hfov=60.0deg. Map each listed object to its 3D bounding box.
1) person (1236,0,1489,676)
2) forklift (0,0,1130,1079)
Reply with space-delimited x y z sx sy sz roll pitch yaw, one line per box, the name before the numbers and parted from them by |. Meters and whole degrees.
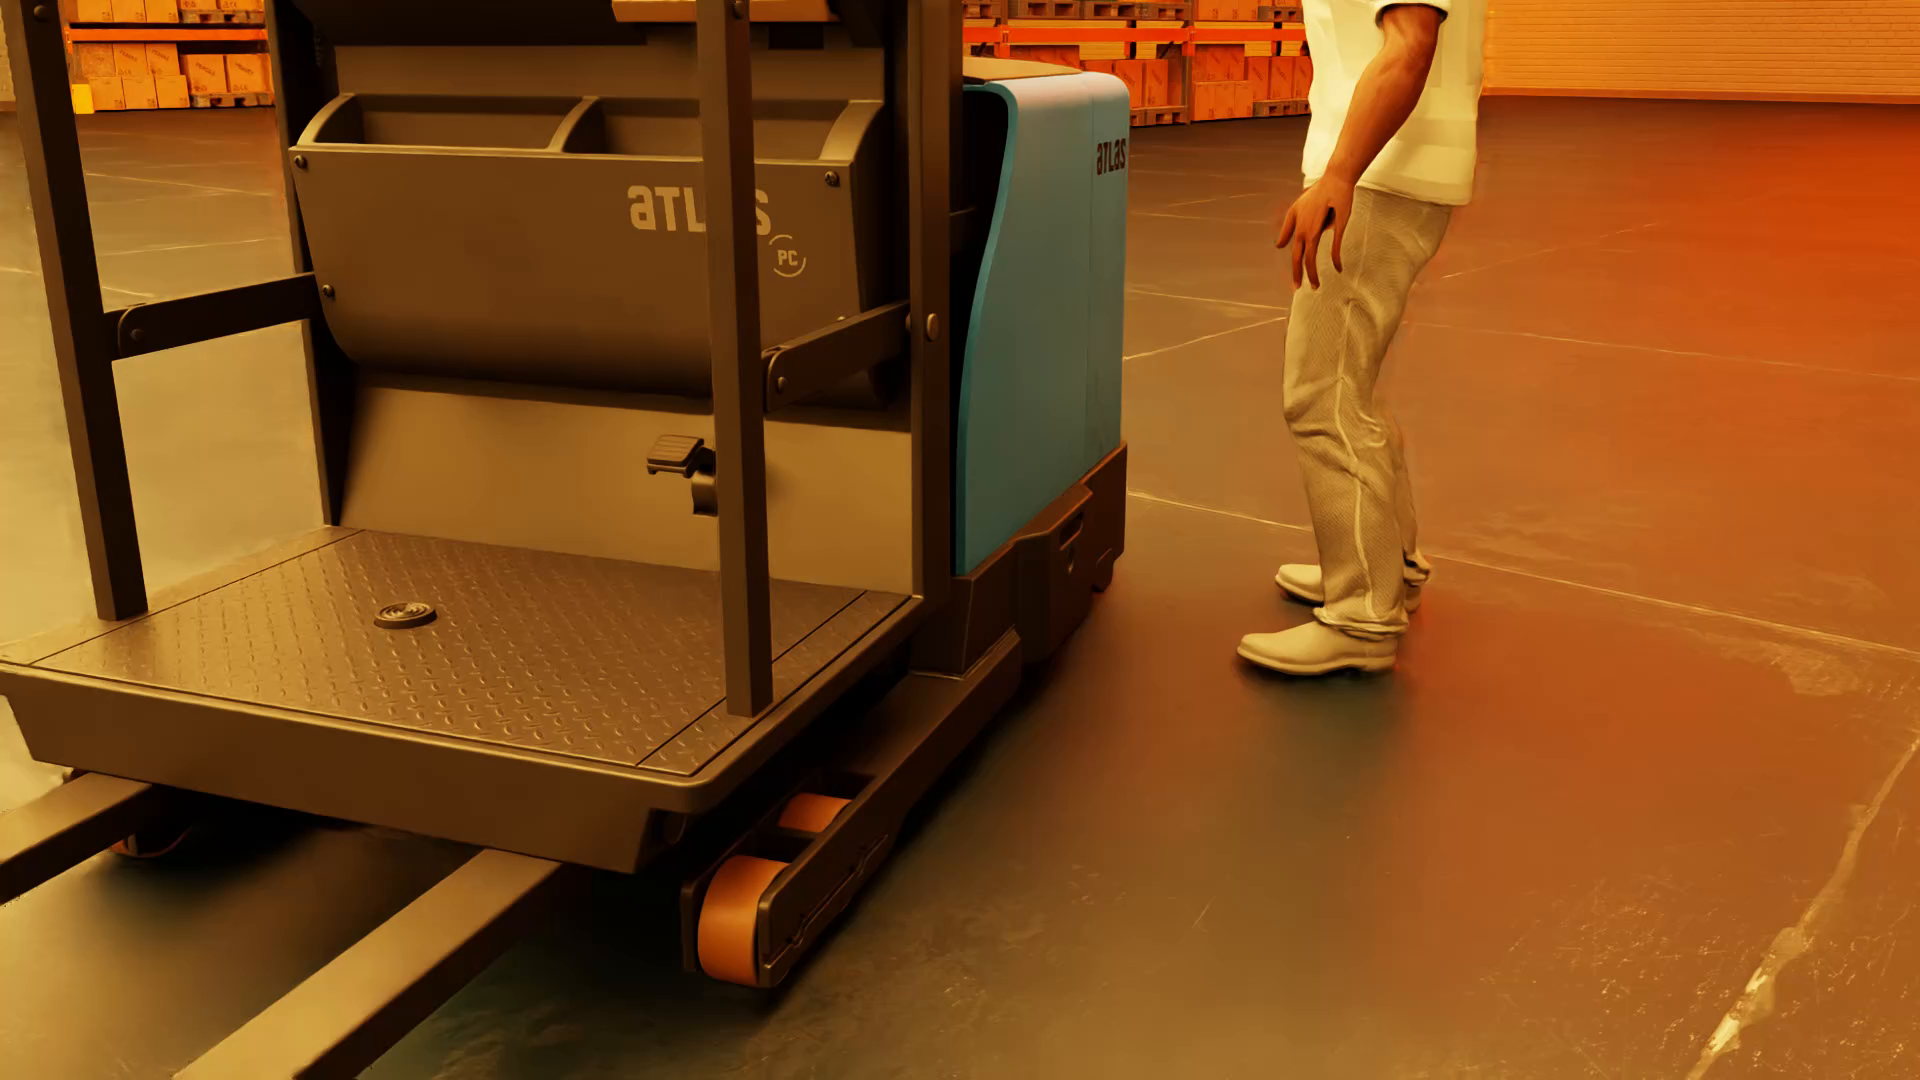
person | 0.769 -0.670 3.155 0.392 1.743 0.809 5 18 17
forklift | -0.628 -0.974 2.104 1.130 2.935 3.031 6 18 19
